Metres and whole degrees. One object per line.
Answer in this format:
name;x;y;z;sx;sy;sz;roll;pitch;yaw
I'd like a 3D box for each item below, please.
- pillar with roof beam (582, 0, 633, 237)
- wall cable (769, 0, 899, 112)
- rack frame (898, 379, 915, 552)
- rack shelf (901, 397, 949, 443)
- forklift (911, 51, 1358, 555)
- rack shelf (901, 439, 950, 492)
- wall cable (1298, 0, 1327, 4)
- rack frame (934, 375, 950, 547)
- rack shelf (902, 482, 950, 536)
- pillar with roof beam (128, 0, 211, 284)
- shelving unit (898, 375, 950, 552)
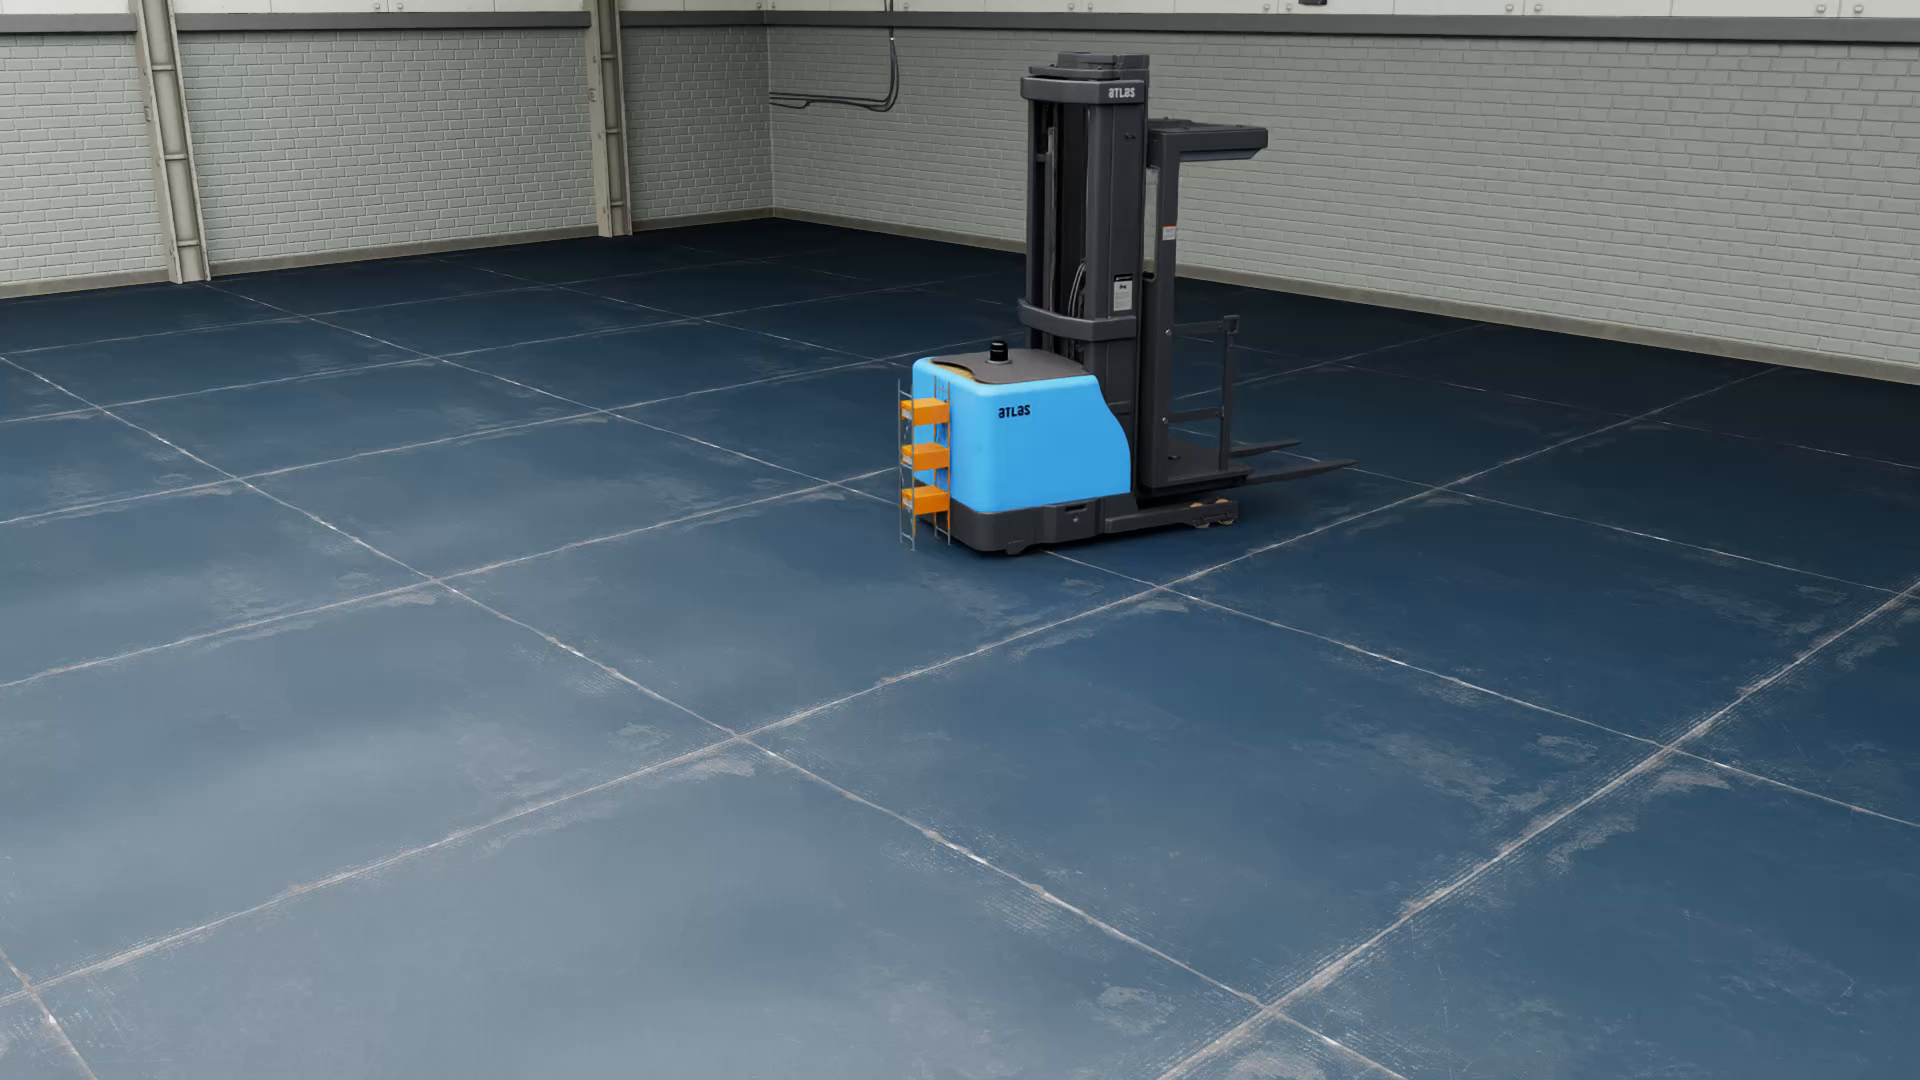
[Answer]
pillar with roof beam;-2.048;-7.746;19.786;0.400;9.000;9.100;-16;24;-41
wall cable;-1.956;-7.562;24.252;0.112;2.526;3.097;-16;24;-41
rack frame;-0.328;-0.452;10.177;0.008;1.050;0.200;-9;20;-26
rack shelf;-0.219;-0.729;10.146;0.240;0.259;0.215;-9;20;-26
forklift;1.236;-1.601;10.669;3.031;2.935;1.130;-9;20;-26
rack shelf;-0.219;-0.459;10.233;0.240;0.259;0.215;-9;20;-26
wall cable;4.555;-8.526;16.677;0.169;6.003;2.305;-16;24;-41
rack frame;-0.110;-0.486;10.282;0.008;1.050;0.200;-9;20;-26
rack shelf;-0.219;-0.195;10.319;0.240;0.259;0.215;-9;20;-26
pillar with roof beam;-6.407;-6.475;15.865;0.400;9.000;9.100;-16;24;-41
shelving unit;-0.219;-0.469;10.230;0.252;1.050;0.215;-9;20;-26
